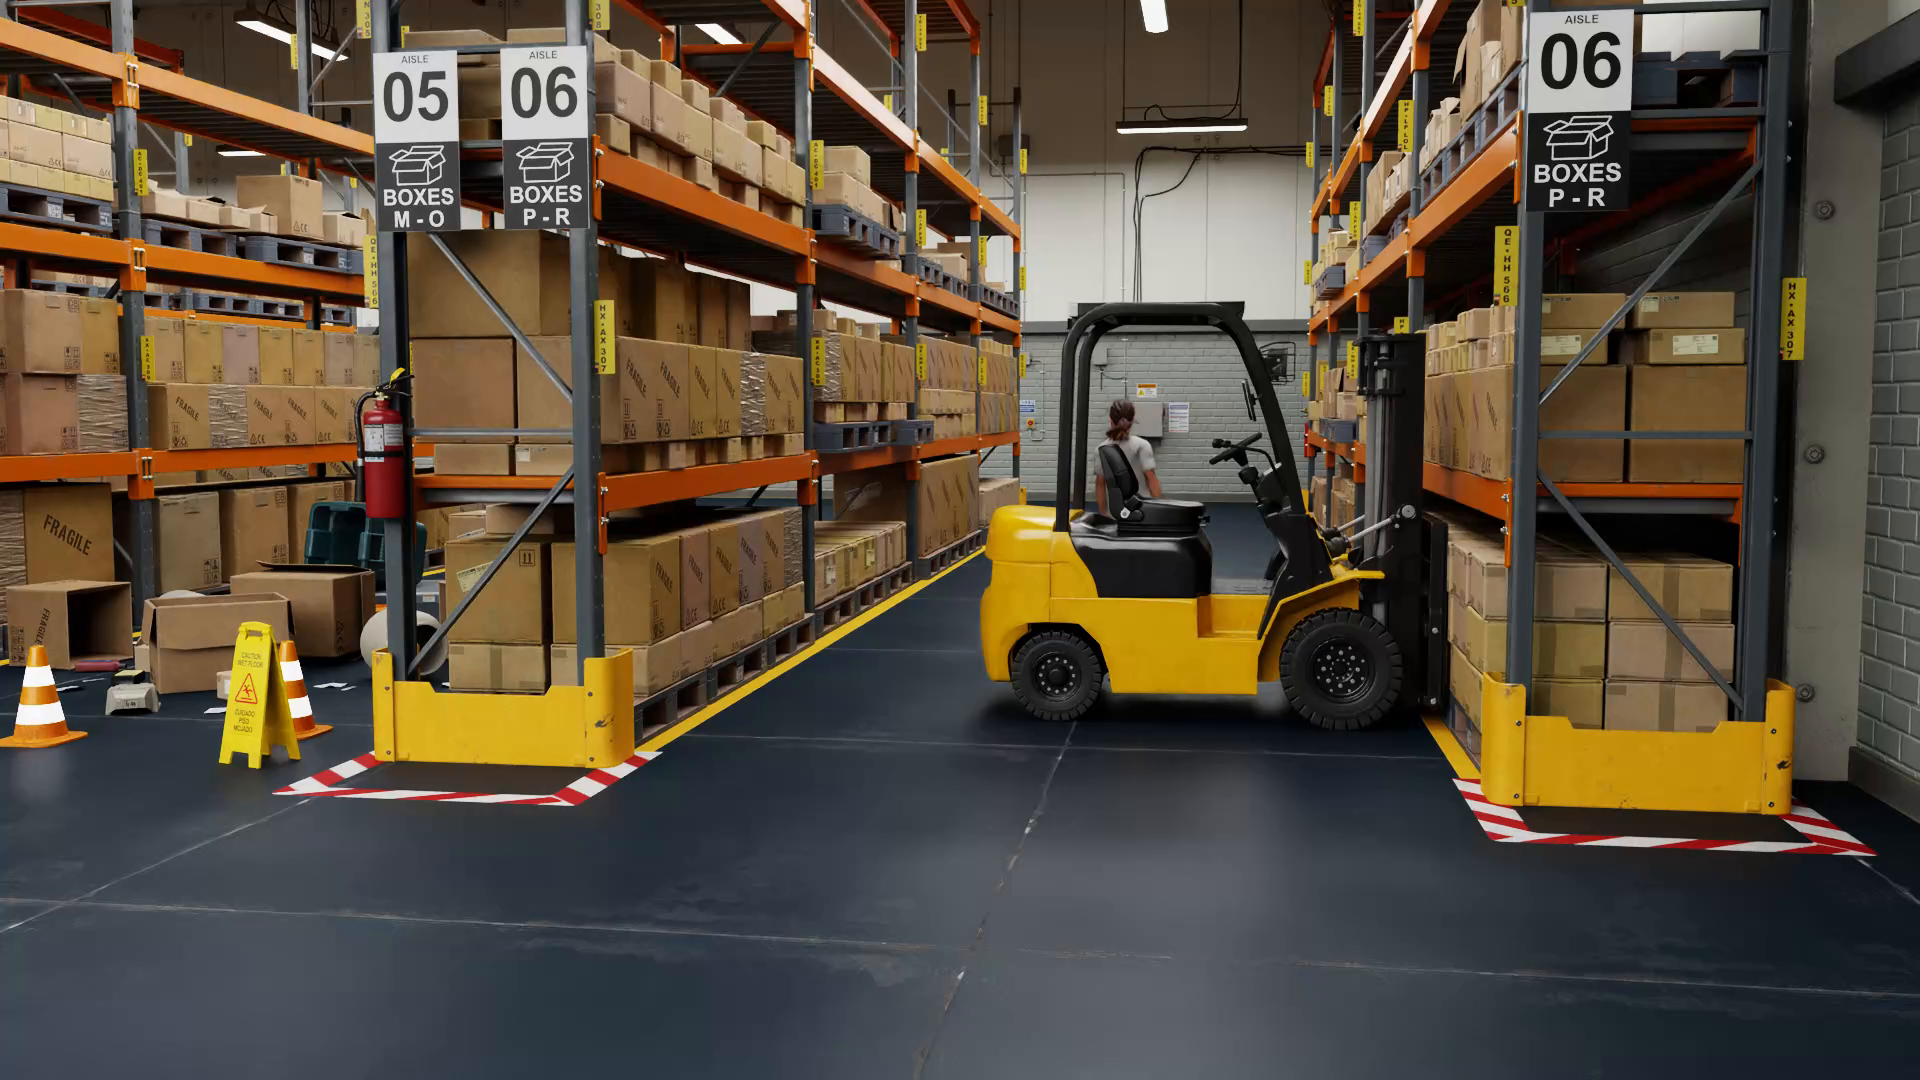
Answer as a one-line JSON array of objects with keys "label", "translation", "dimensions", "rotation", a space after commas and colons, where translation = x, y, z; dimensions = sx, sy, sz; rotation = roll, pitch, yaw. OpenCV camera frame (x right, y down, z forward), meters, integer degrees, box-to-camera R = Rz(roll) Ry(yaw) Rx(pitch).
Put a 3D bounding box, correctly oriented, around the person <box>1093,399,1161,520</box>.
[{"label": "person", "translation": [1.227, -0.162, 11.751], "dimensions": [0.508, 1.664, 0.616], "rotation": [2, 5, 23]}]
